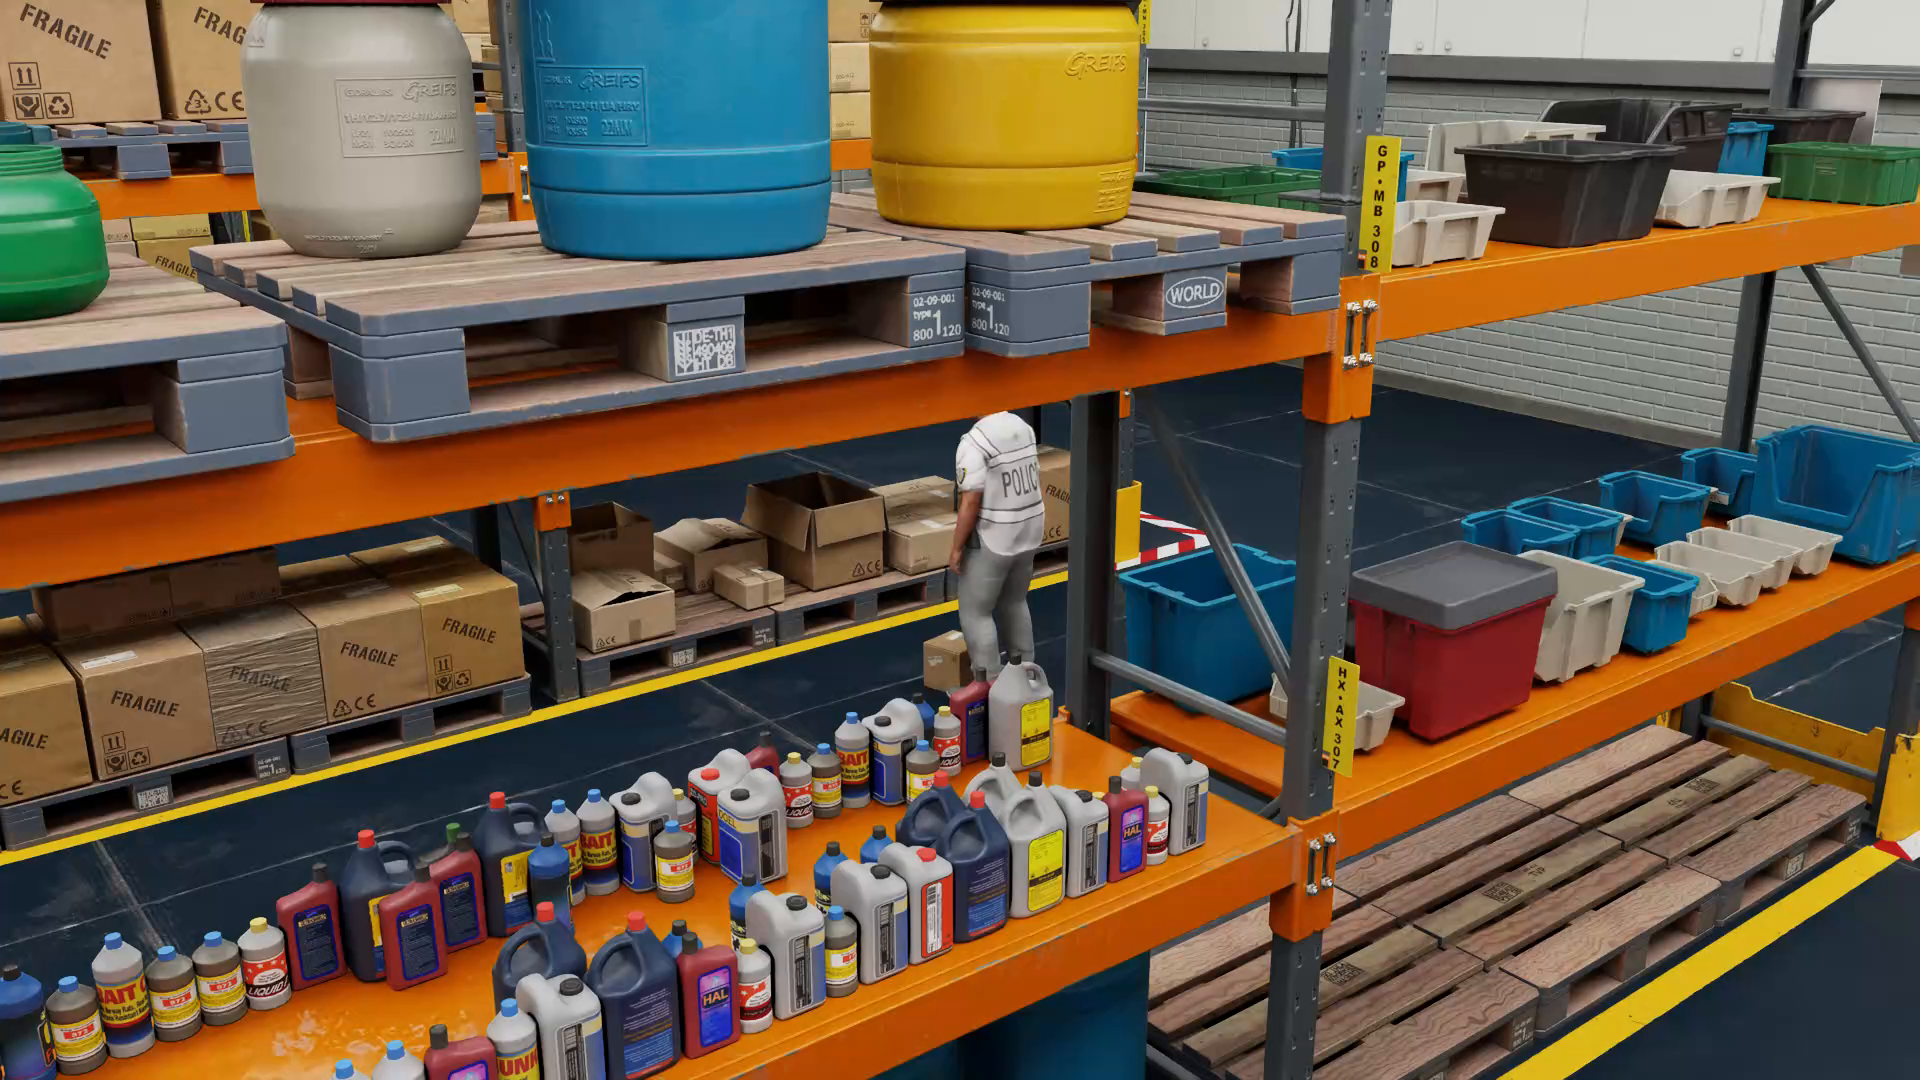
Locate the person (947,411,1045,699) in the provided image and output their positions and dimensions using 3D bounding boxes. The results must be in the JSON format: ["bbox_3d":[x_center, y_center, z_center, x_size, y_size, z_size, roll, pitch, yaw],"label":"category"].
[{"bbox_3d":[0.191,-0.003,8.547,0.434,1.749,0.585,15,23,40],"label":"person"}]
